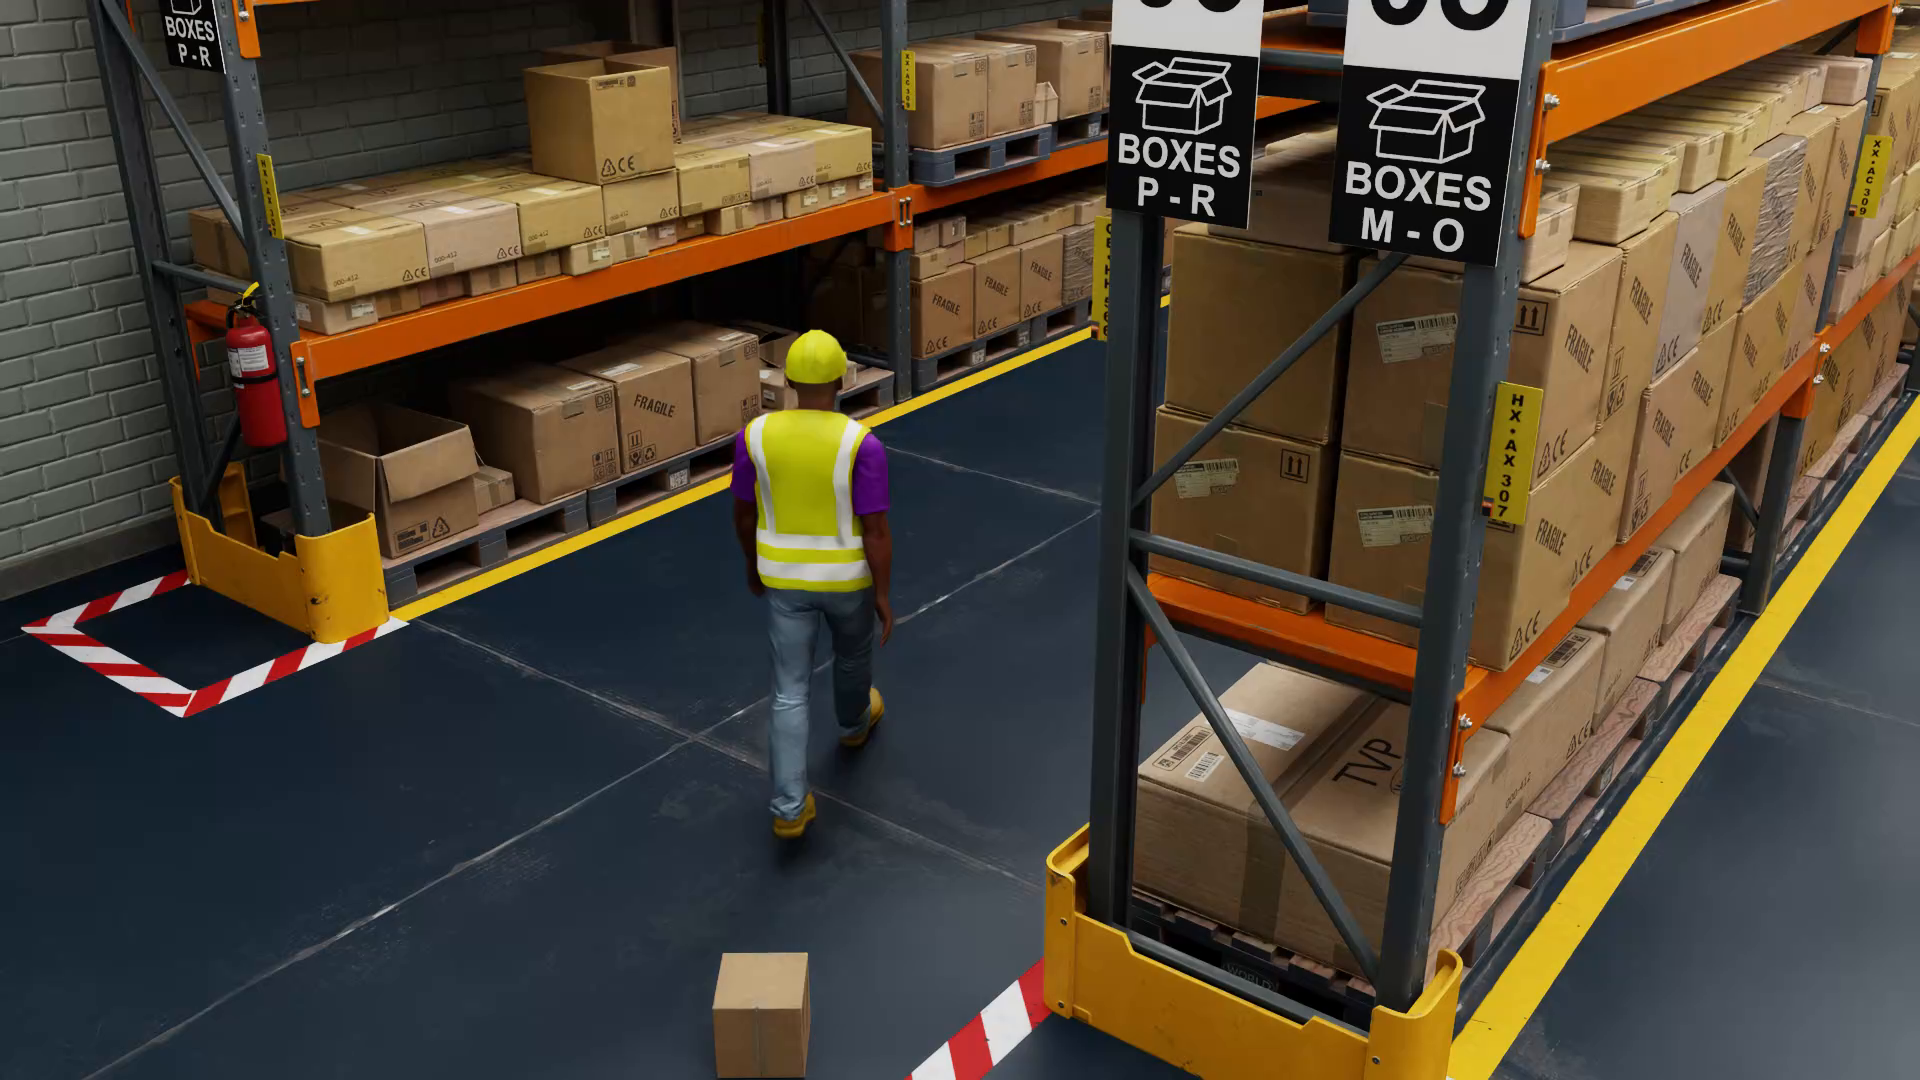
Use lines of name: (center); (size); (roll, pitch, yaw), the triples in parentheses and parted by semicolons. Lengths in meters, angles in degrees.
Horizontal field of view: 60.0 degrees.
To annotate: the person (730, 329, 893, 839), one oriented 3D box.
person: (-0.507, 0.110, 5.848); (0.582, 1.719, 1.079); (2, 23, 4)
